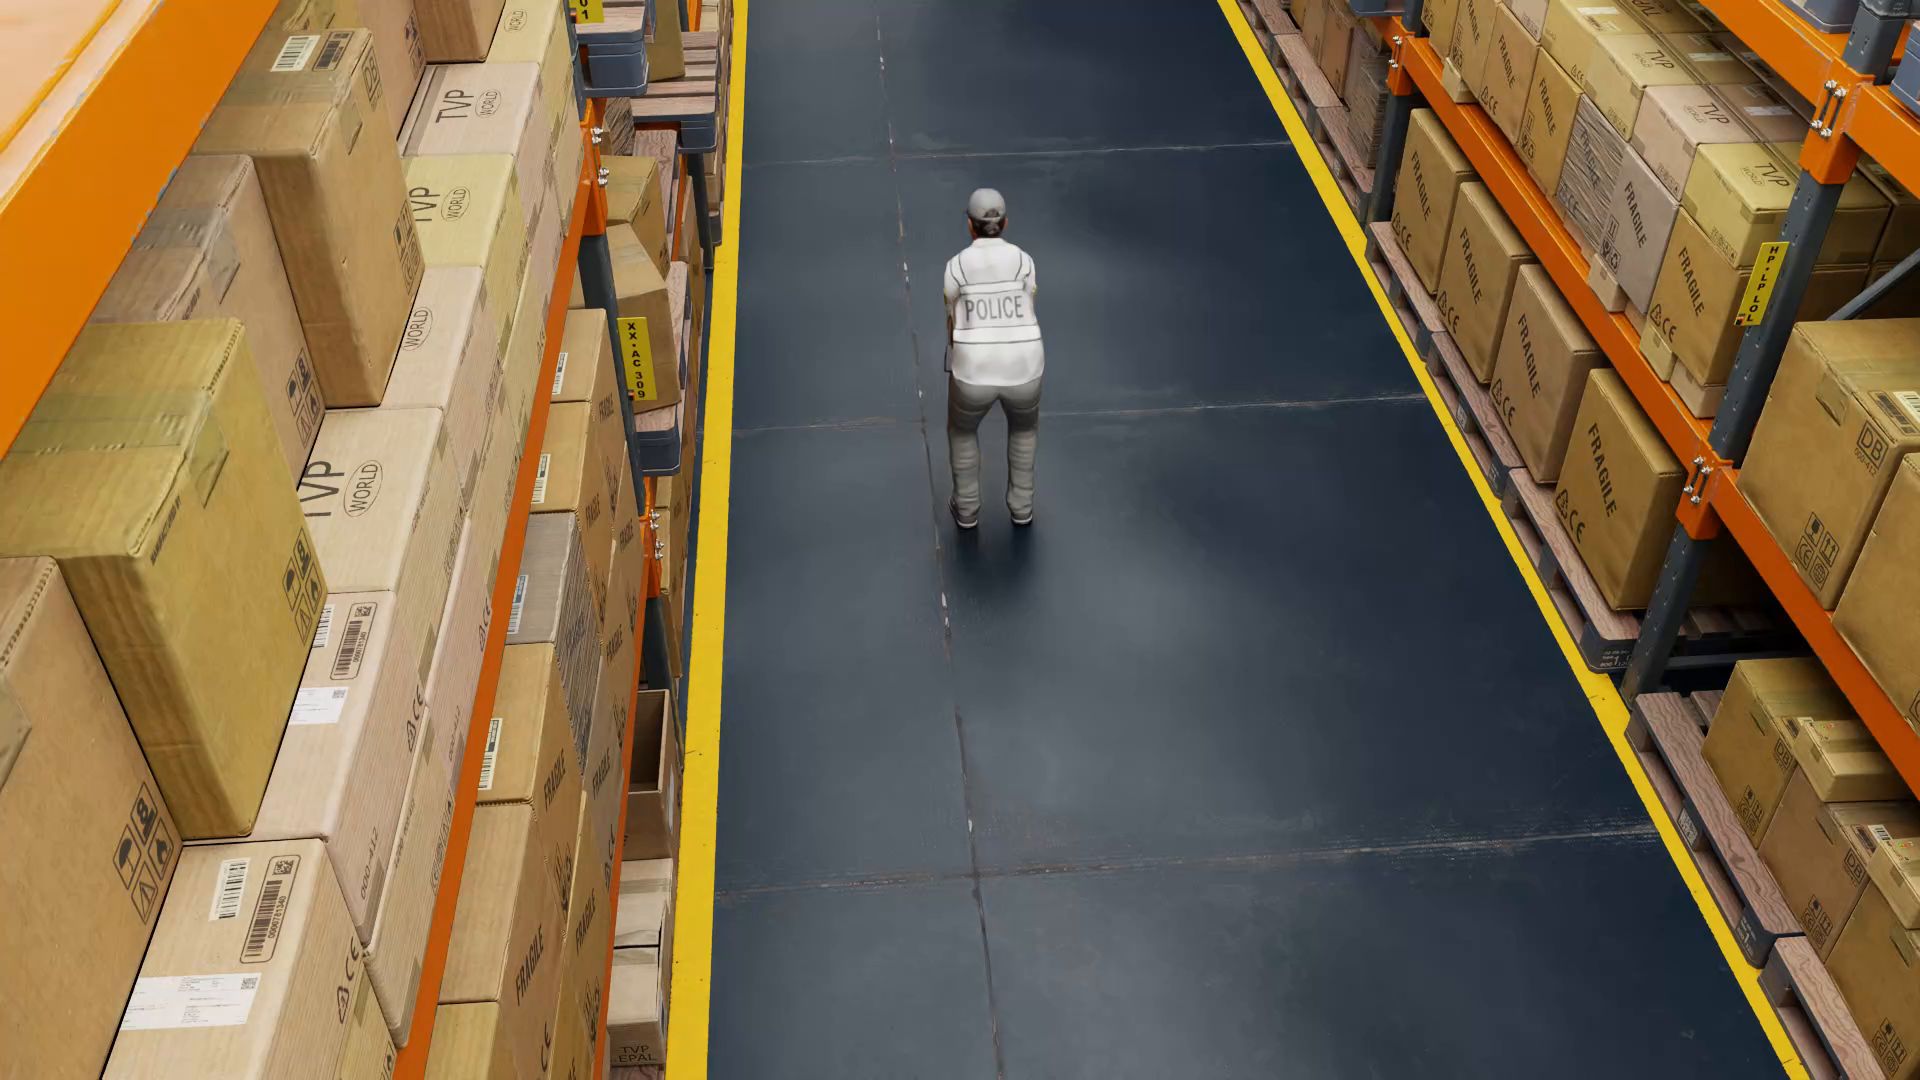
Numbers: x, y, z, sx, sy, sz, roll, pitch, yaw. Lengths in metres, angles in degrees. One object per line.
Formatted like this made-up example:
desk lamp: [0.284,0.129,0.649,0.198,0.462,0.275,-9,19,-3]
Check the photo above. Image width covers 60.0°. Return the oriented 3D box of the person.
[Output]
person: [0.129,-0.805,7.503,0.525,1.599,0.468,-5,40,-6]
